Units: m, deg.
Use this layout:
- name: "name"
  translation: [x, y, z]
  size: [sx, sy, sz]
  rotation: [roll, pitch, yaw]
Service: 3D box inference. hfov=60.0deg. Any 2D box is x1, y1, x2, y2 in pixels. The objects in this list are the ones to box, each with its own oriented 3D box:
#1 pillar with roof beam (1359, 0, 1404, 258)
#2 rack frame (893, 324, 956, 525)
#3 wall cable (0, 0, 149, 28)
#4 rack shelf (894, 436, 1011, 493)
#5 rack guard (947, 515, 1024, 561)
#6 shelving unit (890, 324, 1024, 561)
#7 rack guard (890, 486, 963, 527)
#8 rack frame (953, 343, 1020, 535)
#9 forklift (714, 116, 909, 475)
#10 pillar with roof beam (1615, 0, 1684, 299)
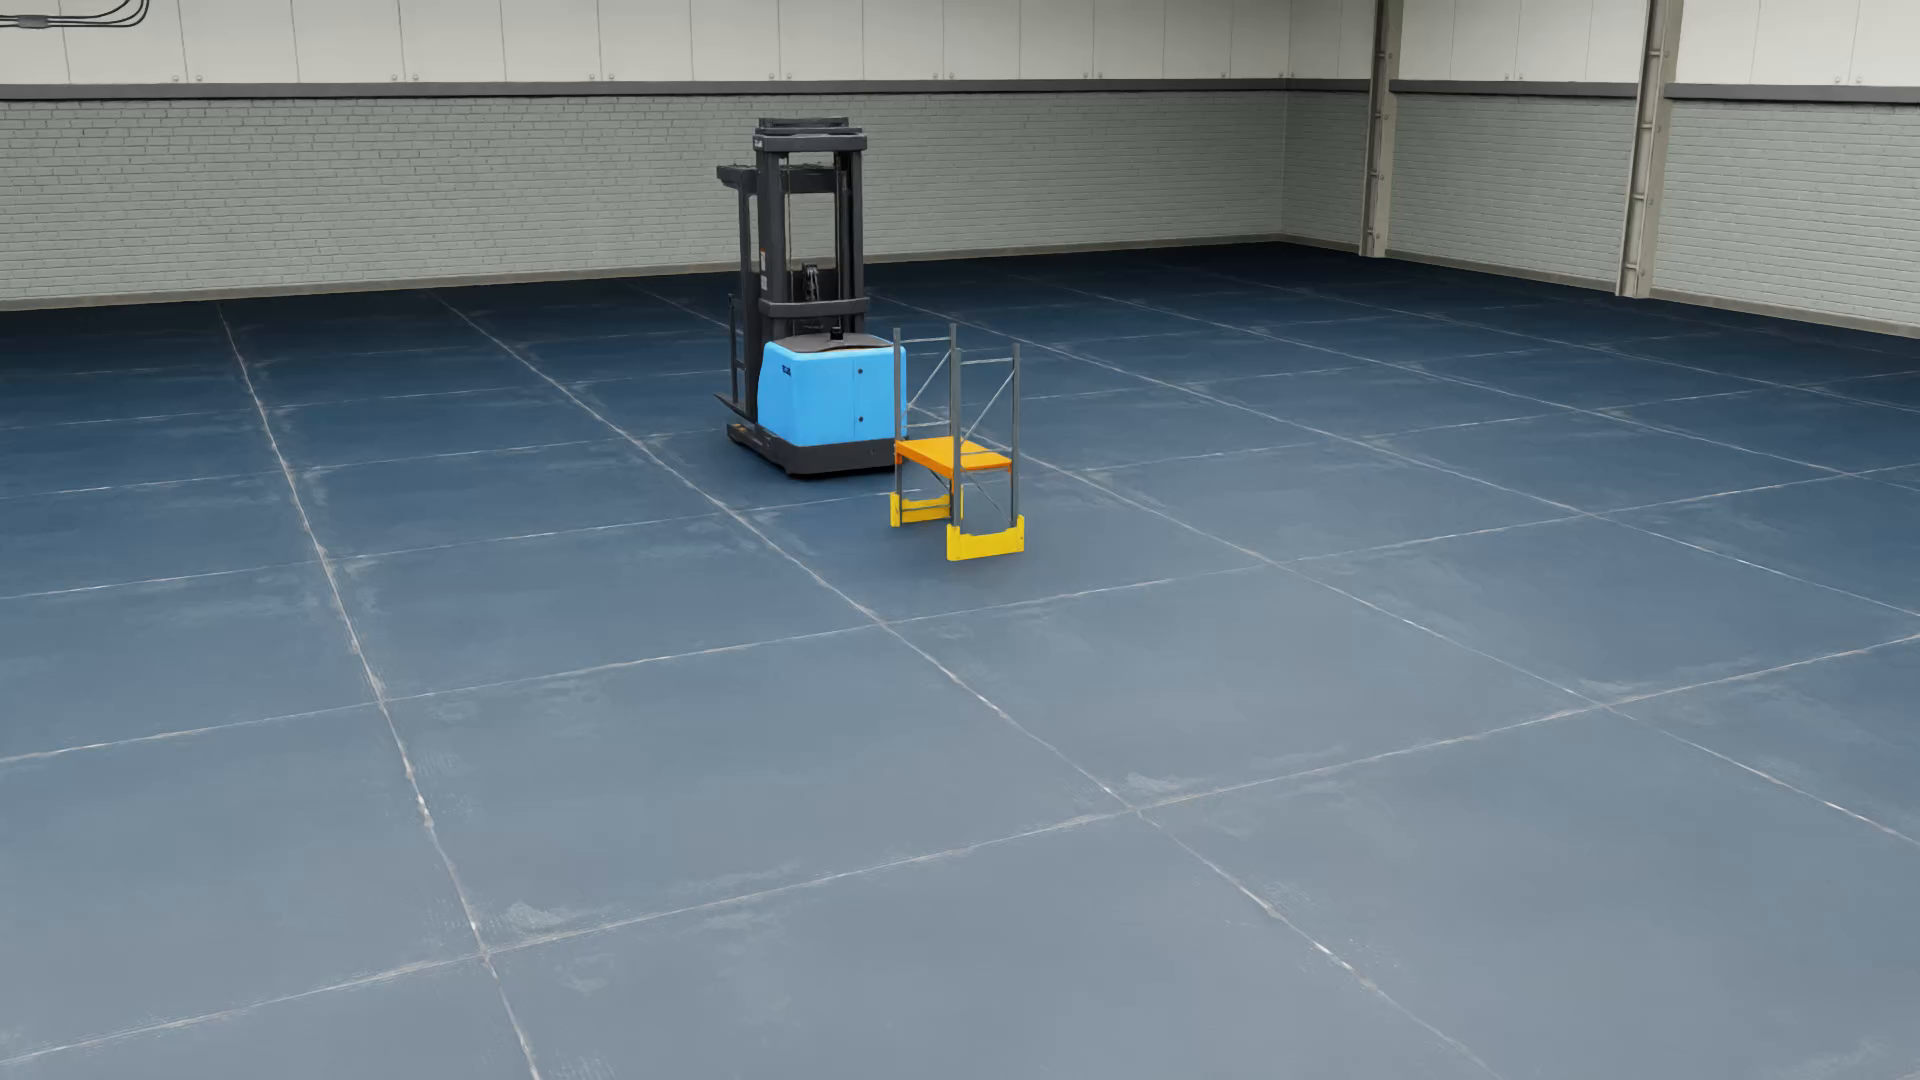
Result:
- name: "pillar with roof beam"
  translation: [3.618, -8.953, 27.137]
  size: [9.100, 9.000, 0.400]
  rotation: [-8, 18, -25]
- name: "rack frame"
  translation: [-0.260, -0.868, 12.557]
  size: [0.500, 1.500, 0.032]
  rotation: [-8, 18, -25]
- name: "wall cable"
  translation: [-12.390, -9.335, 22.302]
  size: [2.305, 6.003, 0.169]
  rotation: [-8, 18, -25]
- name: "rack shelf"
  translation: [-0.037, -0.569, 12.167]
  size: [0.538, 0.185, 1.000]
  rotation: [-8, 18, -25]
- name: "rack guard"
  translation: [0.185, -0.016, 11.852]
  size: [0.587, 0.250, 0.087]
  rotation: [-8, 18, -25]
- name: "shelving unit"
  translation: [-0.033, -0.740, 12.110]
  size: [0.587, 1.500, 1.083]
  rotation: [-8, 18, -25]
- name: "rack guard"
  translation: [-0.252, -0.263, 12.712]
  size: [0.587, 0.250, 0.087]
  rotation: [-8, 18, -25]
- name: "rack frame"
  translation: [0.185, -0.616, 11.678]
  size: [0.500, 1.500, 0.032]
  rotation: [-8, 18, -25]
- name: "forklift"
  translation: [-1.514, -2.319, 15.018]
  size: [1.130, 2.935, 3.031]
  rotation: [-7, 18, -24]
- name: "pillar with roof beam"
  translation: [6.246, -7.466, 21.952]
  size: [9.100, 9.000, 0.400]
  rotation: [-8, 18, -25]
